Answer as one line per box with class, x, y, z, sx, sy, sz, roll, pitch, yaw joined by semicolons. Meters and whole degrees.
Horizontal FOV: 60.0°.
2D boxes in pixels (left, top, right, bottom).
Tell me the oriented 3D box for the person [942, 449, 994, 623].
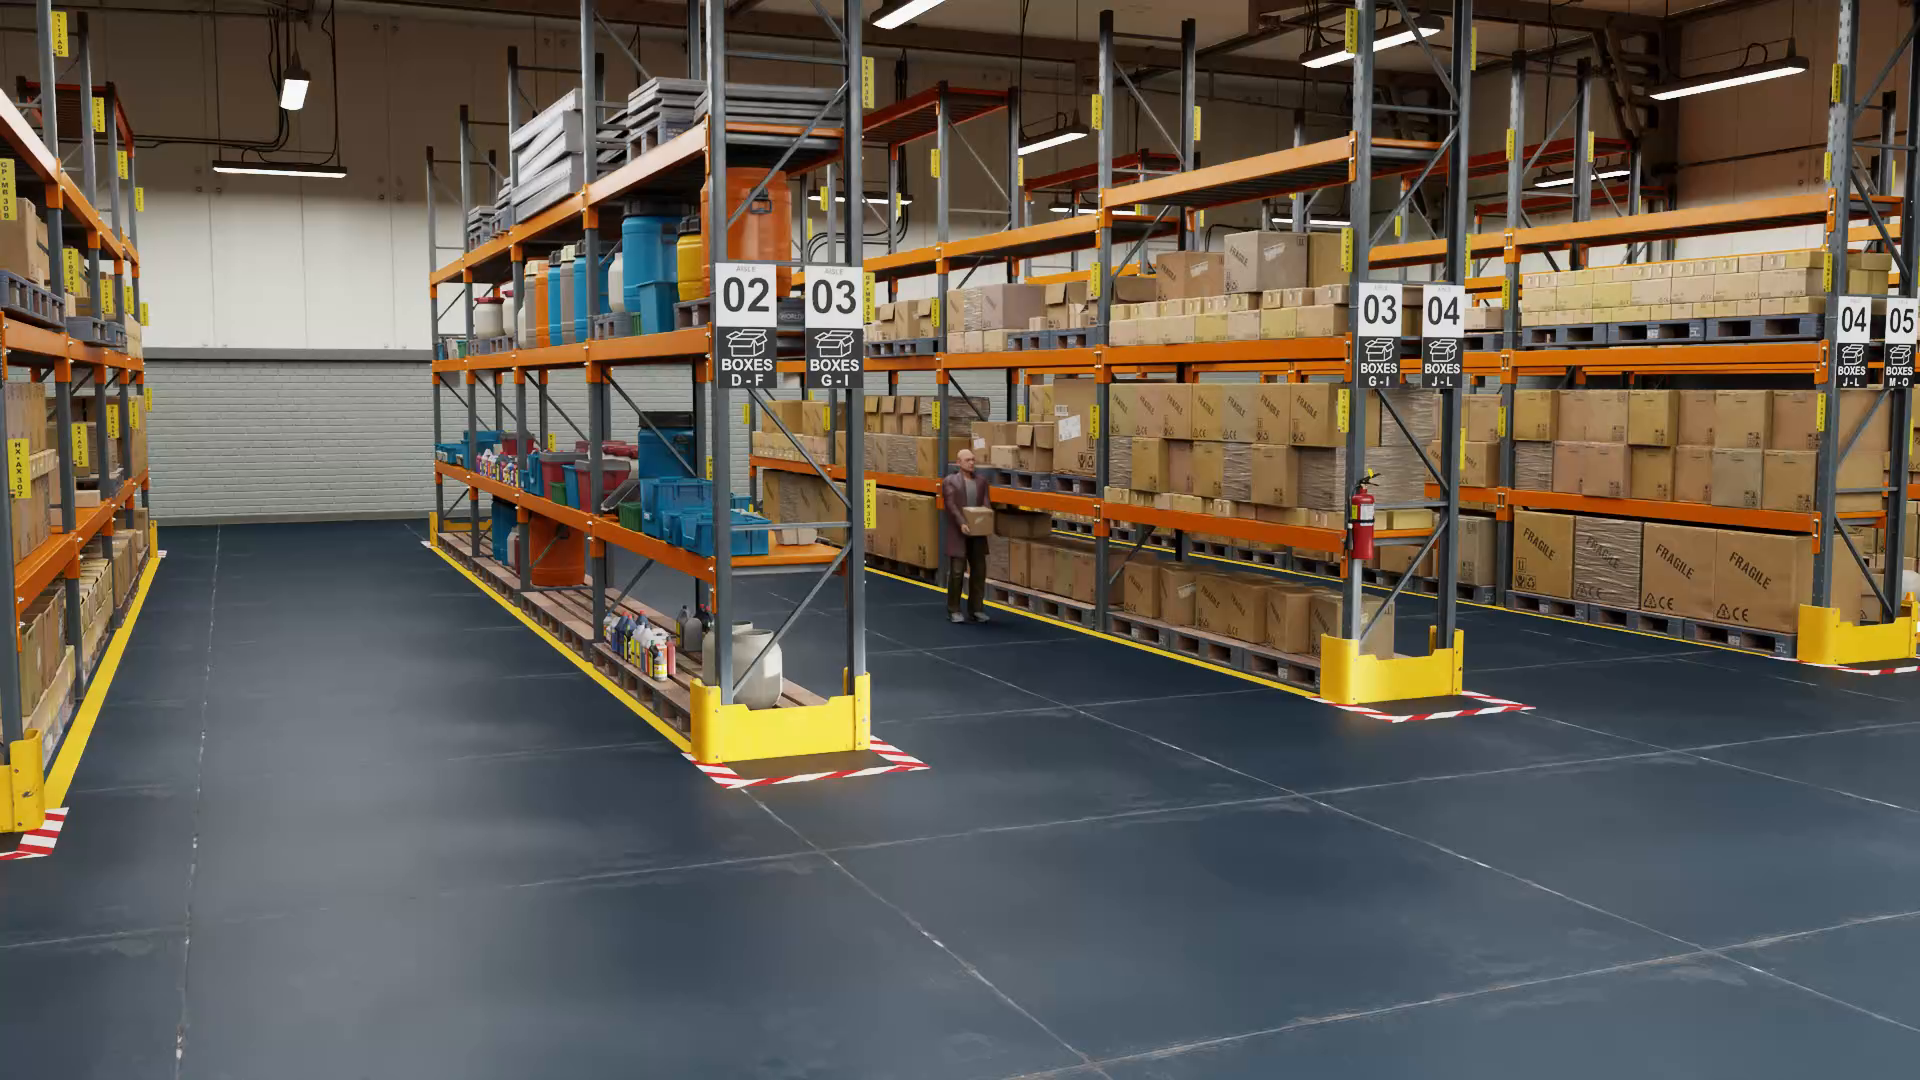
person;0.111;-0.039;17.135;0.526;1.778;0.543;-2;6;-24
